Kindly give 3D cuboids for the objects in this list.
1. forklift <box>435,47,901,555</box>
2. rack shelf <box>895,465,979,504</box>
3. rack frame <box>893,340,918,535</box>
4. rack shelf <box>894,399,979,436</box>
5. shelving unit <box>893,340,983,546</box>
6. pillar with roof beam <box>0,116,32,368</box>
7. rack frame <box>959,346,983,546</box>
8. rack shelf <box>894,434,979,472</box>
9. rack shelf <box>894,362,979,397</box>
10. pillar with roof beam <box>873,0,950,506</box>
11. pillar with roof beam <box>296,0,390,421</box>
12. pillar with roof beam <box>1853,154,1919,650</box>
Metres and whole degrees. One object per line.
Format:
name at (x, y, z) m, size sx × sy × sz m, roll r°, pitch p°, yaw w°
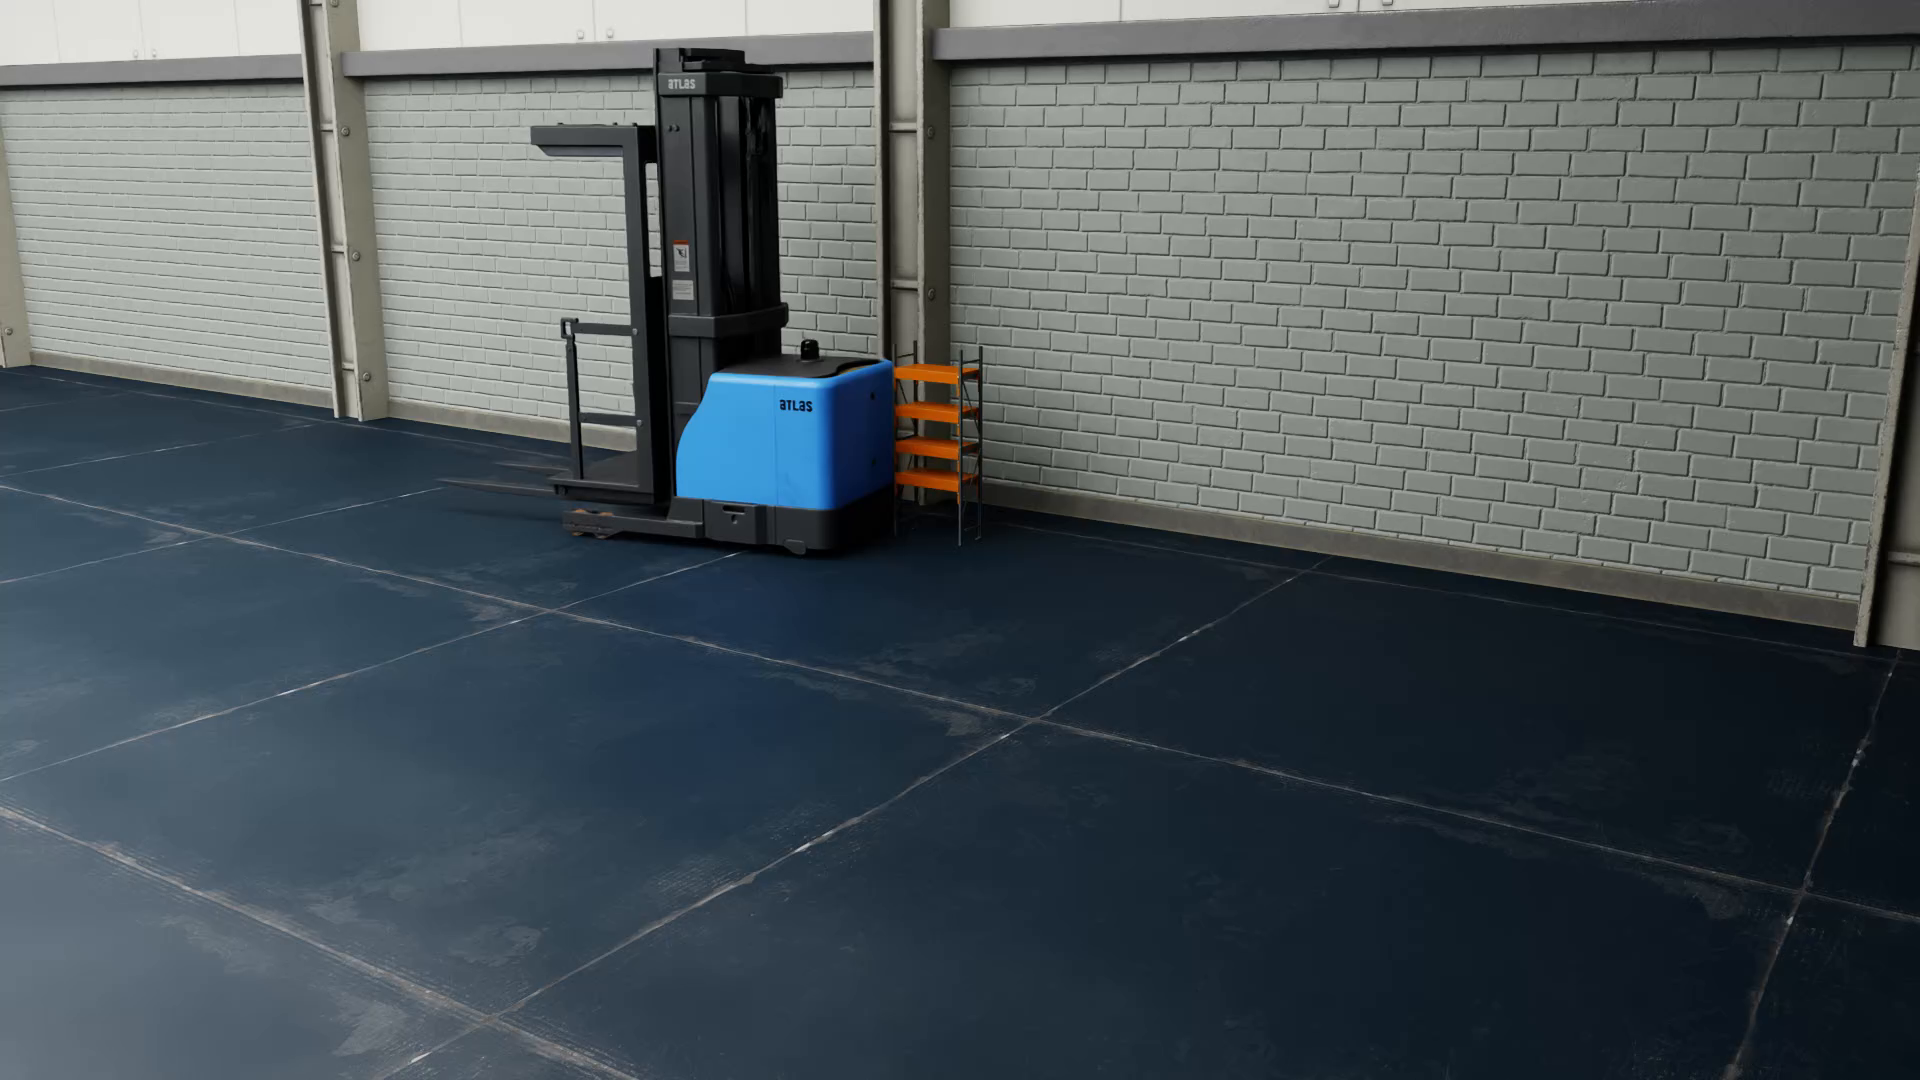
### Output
forklift at (-1.946, -1.540, 10.445) m, size 3.031 × 2.935 × 1.130 m, roll 6°, pitch 15°, yaw 21°
rack shelf at (-0.137, -0.347, 10.333) m, size 0.480 × 0.148 × 0.258 m, roll 9°, pitch 17°, yaw 33°
rack frame at (-0.340, -0.637, 10.401) m, size 0.015 × 1.200 × 0.240 m, roll 9°, pitch 17°, yaw 33°
rack shelf at (-0.137, -0.756, 10.231) m, size 0.480 × 0.148 × 0.258 m, roll 9°, pitch 17°, yaw 33°
shelving unit at (-0.137, -0.605, 10.269) m, size 0.503 × 1.200 × 0.258 m, roll 9°, pitch 17°, yaw 33°
pillar with roof beam at (-12.672, -5.407, 13.438) m, size 0.400 × 9.000 × 9.100 m, roll 9°, pitch 17°, yaw 33°
rack frame at (0.065, -0.572, 10.136) m, size 0.015 × 1.200 × 0.240 m, roll 9°, pitch 17°, yaw 33°
rack shelf at (-0.137, -0.539, 10.285) m, size 0.480 × 0.148 × 0.258 m, roll 9°, pitch 17°, yaw 33°
rack shelf at (-0.137, -0.986, 10.174) m, size 0.480 × 0.148 × 0.258 m, roll 9°, pitch 17°, yaw 33°
pillar with roof beam at (-2.715, -3.798, 6.937) m, size 0.400 × 9.000 × 9.100 m, roll 9°, pitch 17°, yaw 33°
pillar with roof beam at (-7.694, -4.602, 10.188) m, size 0.400 × 9.000 × 9.100 m, roll 9°, pitch 17°, yaw 33°
pillar with roof beam at (2.263, -2.993, 3.687) m, size 0.400 × 9.000 × 9.100 m, roll 9°, pitch 17°, yaw 33°
